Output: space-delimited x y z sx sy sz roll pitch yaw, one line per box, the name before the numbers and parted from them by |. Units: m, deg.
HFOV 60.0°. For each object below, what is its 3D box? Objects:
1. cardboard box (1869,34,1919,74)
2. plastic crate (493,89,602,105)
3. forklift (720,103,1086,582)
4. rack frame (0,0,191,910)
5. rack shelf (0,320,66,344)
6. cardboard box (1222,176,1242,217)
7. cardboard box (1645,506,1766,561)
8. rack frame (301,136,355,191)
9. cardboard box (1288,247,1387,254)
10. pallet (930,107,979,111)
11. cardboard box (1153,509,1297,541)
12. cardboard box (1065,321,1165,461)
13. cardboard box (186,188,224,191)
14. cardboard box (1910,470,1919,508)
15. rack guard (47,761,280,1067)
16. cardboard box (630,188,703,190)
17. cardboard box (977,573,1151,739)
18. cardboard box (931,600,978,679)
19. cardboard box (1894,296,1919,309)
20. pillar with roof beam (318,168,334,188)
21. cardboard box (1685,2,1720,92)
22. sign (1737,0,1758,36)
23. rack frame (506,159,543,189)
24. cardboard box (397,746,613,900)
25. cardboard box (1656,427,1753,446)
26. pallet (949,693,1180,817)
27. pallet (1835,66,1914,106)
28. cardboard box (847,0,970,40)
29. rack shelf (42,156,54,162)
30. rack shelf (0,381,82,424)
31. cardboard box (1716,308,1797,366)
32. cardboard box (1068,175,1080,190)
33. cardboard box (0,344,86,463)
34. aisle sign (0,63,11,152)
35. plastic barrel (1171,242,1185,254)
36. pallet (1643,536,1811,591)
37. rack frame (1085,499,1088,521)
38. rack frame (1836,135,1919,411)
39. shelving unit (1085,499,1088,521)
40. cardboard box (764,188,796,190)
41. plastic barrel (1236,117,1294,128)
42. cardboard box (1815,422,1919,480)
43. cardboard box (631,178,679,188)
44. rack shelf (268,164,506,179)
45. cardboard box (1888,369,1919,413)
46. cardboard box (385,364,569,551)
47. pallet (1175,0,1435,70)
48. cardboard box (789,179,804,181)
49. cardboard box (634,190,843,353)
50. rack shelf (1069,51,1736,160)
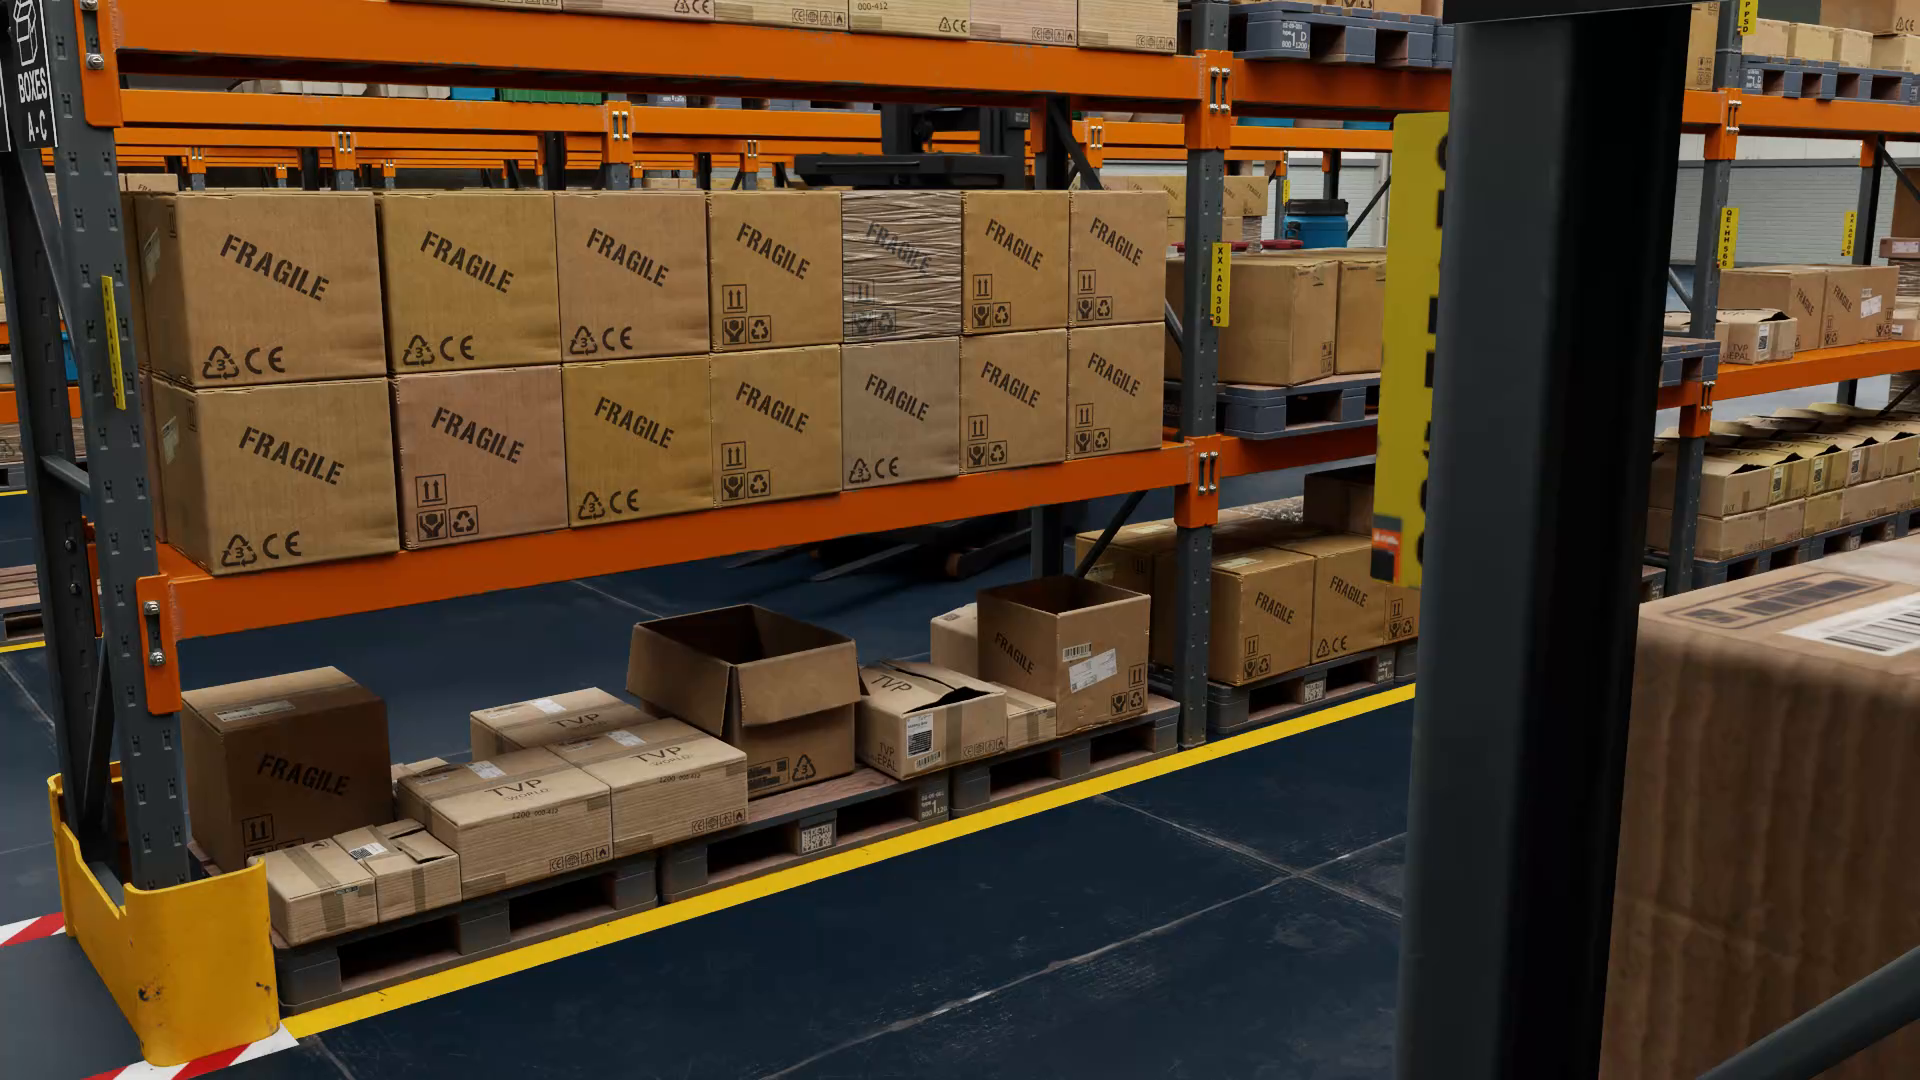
cardboard box | 6.015 -3.160 10.918 0.500 0.250 0.500 -11 17 -43
plastic crate | -2.551 -2.736 10.082 0.662 0.188 0.450 -9 15 -38
forklift | -0.305 -1.300 10.196 1.130 2.935 3.031 7 14 29
rack frame | -2.441 -0.154 4.631 0.127 3.000 1.000 -9 15 -38
rack shelf | -7.065 -1.669 13.497 4.000 0.370 1.077 -9 15 -38
cardboard box | 3.205 -4.343 20.998 0.500 0.500 0.500 -9 15 -38
cardboard box | 4.398 -0.073 9.858 0.500 0.250 0.500 -10 15 -38
rack frame | -5.503 -2.280 14.645 0.127 3.000 1.000 -9 15 -38
cardboard box | 2.023 -1.166 8.148 0.700 0.500 0.500 9 15 36
pallet | 0.056 -3.287 12.621 1.213 0.211 1.003 -9 15 -38
cardboard box | 1.280 0.161 8.106 0.500 0.500 0.500 -9 15 -37
cardboard box | 0.452 -0.615 6.564 0.500 0.500 0.500 -9 15 -37
cardboard box | -10.398 -4.571 22.786 0.500 0.500 0.500 -10 16 -39
cardboard box | 6.390 -0.405 11.424 0.500 0.250 0.500 -10 15 -39
rack guard | -2.382 1.059 4.937 0.348 0.500 1.175 -9 15 -38
cardboard box | -2.961 -3.246 16.540 0.637 0.503 0.797 -9 15 -36
cardboard box | 0.415 0.455 6.725 0.500 0.500 0.500 -9 15 -38
cardboard box | 0.219 0.447 7.218 0.500 0.311 0.500 -9 15 -38
cardboard box | 6.572 -1.567 11.646 0.500 0.250 0.500 -8 15 -34
pillar with roof beam | -8.530 -7.763 26.021 0.400 9.000 9.100 -9 15 -38
cardboard box | 3.486 -2.646 8.906 0.500 0.500 0.910 -9 15 -38
sign | 4.143 -2.824 8.739 0.005 0.325 0.100 -9 15 -38
rack frame | -5.399 -3.617 20.939 0.127 3.000 1.000 -9 15 -38
cardboard box | -1.449 0.887 5.292 0.500 0.250 0.500 -9 15 -38
cardboard box | 4.859 -0.568 10.841 0.500 0.311 0.500 -10 15 -38
pallet | 0.146 0.780 6.946 1.213 0.211 1.003 -9 15 -38
pallet | 5.151 -2.815 10.397 1.213 0.211 1.003 -9 15 -35
cardboard box | -0.313 -1.831 5.670 0.500 0.250 0.500 -9 15 -38
rack shelf | -13.256 -4.743 20.755 4.000 0.370 1.077 -9 15 -38
rack shelf | -3.971 -0.865 9.714 4.000 0.370 1.077 -9 15 -38
cardboard box | 4.625 -1.233 9.928 0.500 0.311 0.500 -10 15 -38
cardboard box | 1.254 -4.019 19.469 0.500 0.500 0.500 -9 15 -38
cardboard box | -7.466 -1.141 13.386 0.875 0.875 0.875 -9 15 -38
aisle sign | -2.686 -1.466 4.554 0.004 0.787 0.394 -9 15 -38
plastic barrel | 2.043 -2.341 14.606 0.433 0.535 0.433 0 12 0
pallet | 4.473 0.072 10.283 1.213 0.211 1.003 -9 15 -38
rack frame | 0.808 -0.591 11.746 0.240 0.900 0.006 9 15 35
rack frame | 6.929 -1.711 11.964 0.127 3.000 1.000 -9 15 -38
shelving unit | 0.748 -0.574 11.666 0.258 0.900 0.210 9 15 35
cardboard box | -2.660 -4.608 22.961 0.500 0.500 0.700 -10 15 -39
plastic barrel | 2.555 -3.956 14.111 0.708 0.901 0.600 -9 15 -38
cardboard box | 5.999 -0.614 11.056 0.500 0.311 0.500 -9 15 -38
cardboard box | -4.968 -5.631 27.061 0.500 0.500 0.700 -10 15 -38
rack shelf | -10.113 -6.586 29.433 4.000 0.370 1.077 -9 15 -38
cardboard box | 7.553 -1.097 12.875 0.500 0.500 0.500 -9 15 -38
cardboard box | -1.530 -0.285 5.010 0.500 0.500 0.500 -10 15 -38
pallet | 1.235 -2.121 7.128 1.003 0.211 1.213 -9 15 -38
cardboard box | -2.986 -5.962 28.620 0.500 0.500 0.700 -9 15 -37
cardboard box | -0.736 -0.906 5.525 0.500 0.500 0.500 -10 15 -38
rack shelf | 2.244 -2.048 8.061 4.000 0.370 1.077 -9 15 -38
